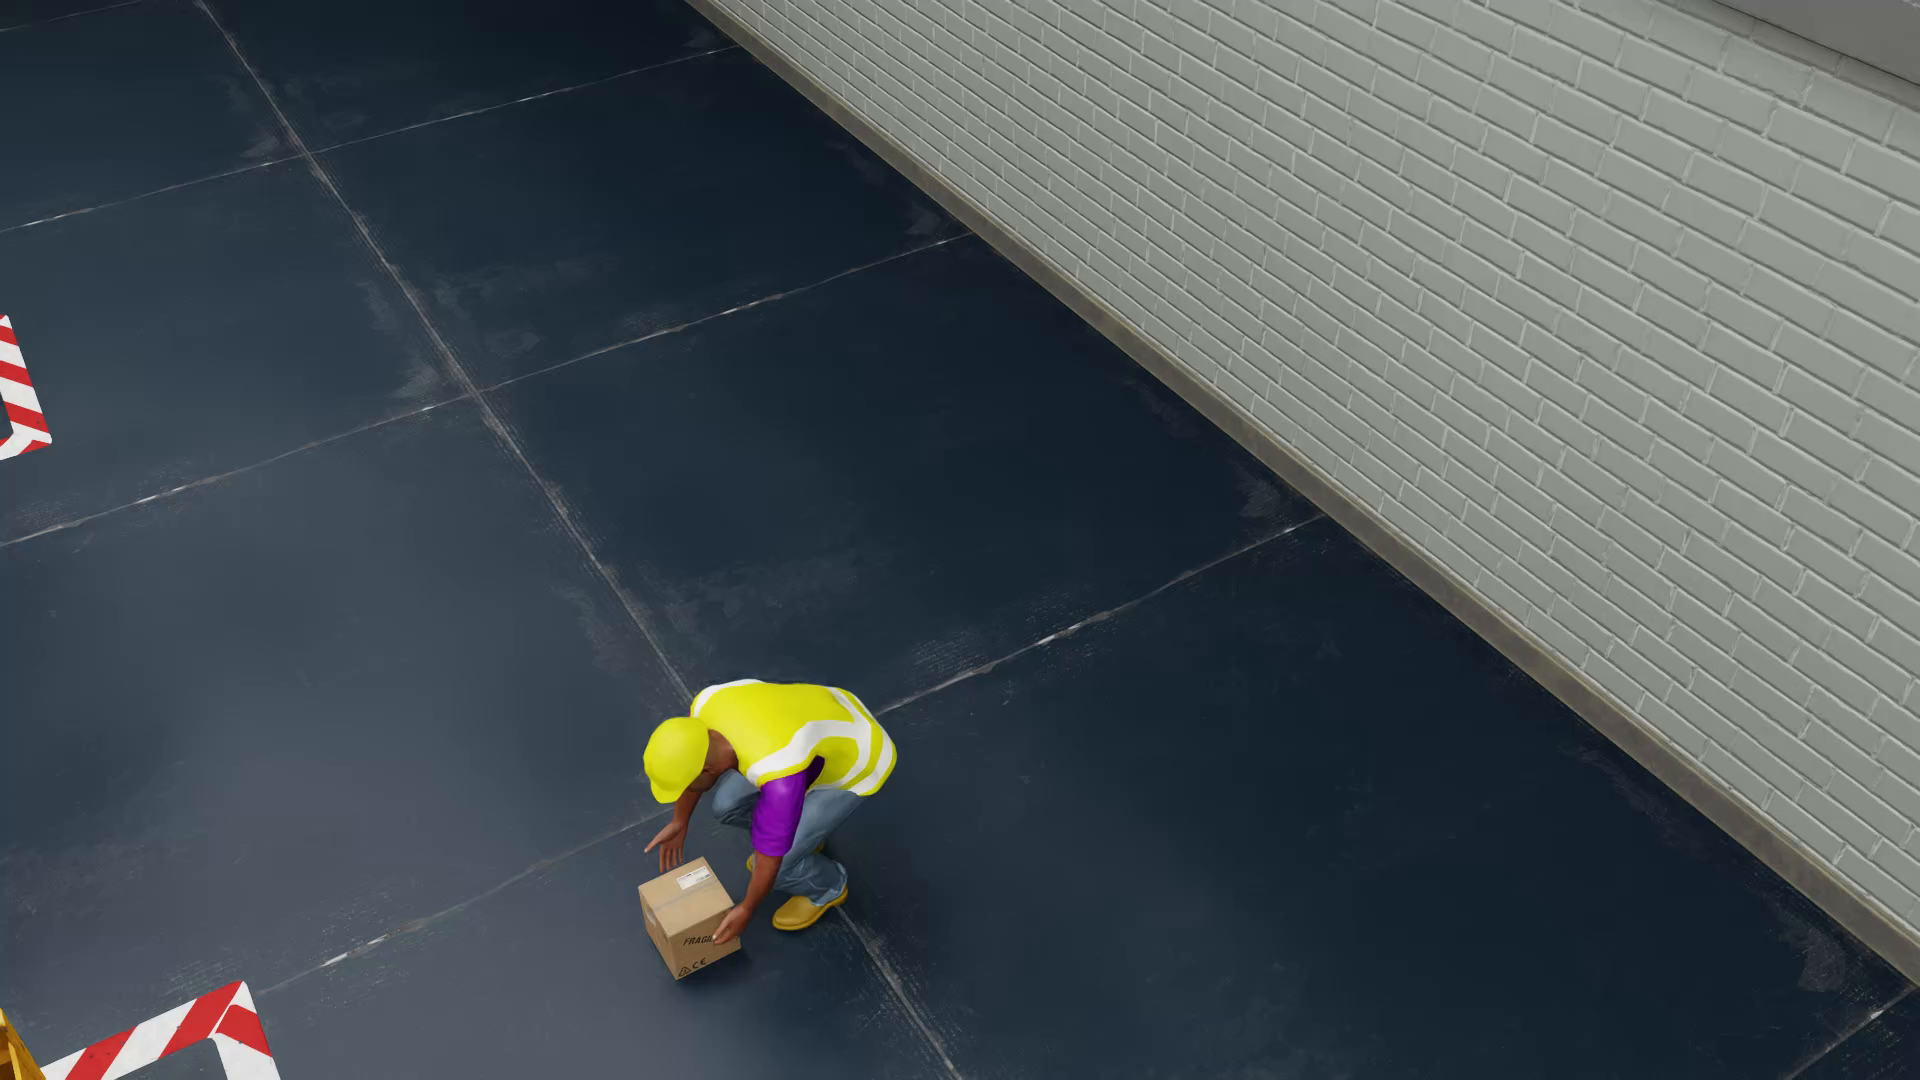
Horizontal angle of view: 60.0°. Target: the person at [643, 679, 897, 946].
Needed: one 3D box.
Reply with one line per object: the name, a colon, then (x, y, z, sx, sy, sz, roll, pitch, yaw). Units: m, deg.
person: (-0.618, 0.878, 5.619, 0.869, 1.111, 0.606, -23, 45, -24)
